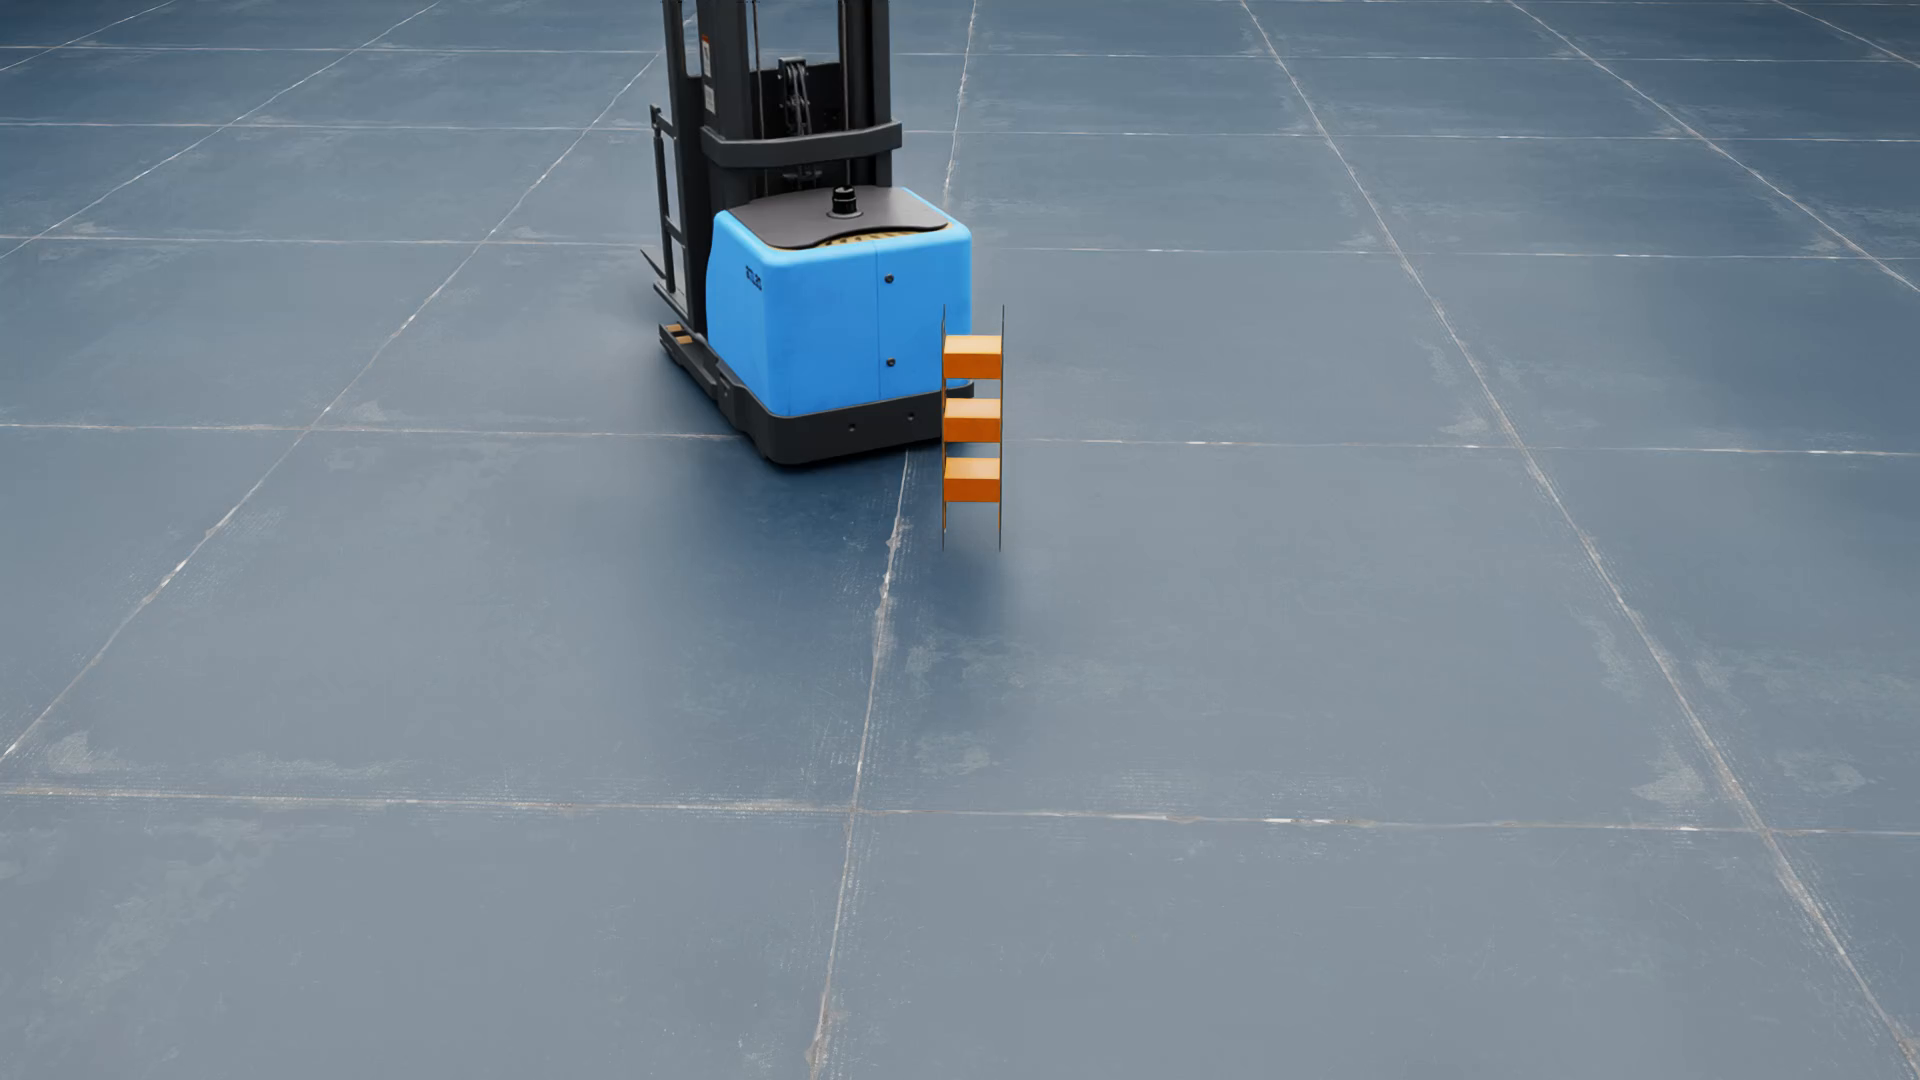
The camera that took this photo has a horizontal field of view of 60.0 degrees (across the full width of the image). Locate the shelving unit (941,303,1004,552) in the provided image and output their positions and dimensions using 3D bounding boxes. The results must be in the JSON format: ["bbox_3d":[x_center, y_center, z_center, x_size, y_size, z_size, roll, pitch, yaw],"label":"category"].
[{"bbox_3d":[0.053,-0.463,7.002,0.252,1.050,0.215,1,28,2],"label":"shelving unit"}]

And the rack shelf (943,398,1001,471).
[{"bbox_3d":[0.053,-0.454,7.007,0.240,0.259,0.215,1,28,2],"label":"rack shelf"}]

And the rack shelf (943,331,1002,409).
[{"bbox_3d":[0.053,-0.704,6.874,0.240,0.259,0.215,1,28,2],"label":"rack shelf"}]

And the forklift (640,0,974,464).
[{"bbox_3d":[-1.008,-2.314,8.485,1.130,2.935,3.031,-12,30,-22],"label":"forklift"}]

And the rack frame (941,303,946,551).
[{"bbox_3d":[-0.068,-0.465,7.006,0.008,1.050,0.200,1,28,2],"label":"rack frame"}]

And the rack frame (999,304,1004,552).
[{"bbox_3d":[0.175,-0.461,6.999,0.008,1.050,0.200,1,28,2],"label":"rack frame"}]

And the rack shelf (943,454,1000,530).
[{"bbox_3d":[0.053,-0.208,7.138,0.240,0.259,0.215,1,28,2],"label":"rack shelf"}]
